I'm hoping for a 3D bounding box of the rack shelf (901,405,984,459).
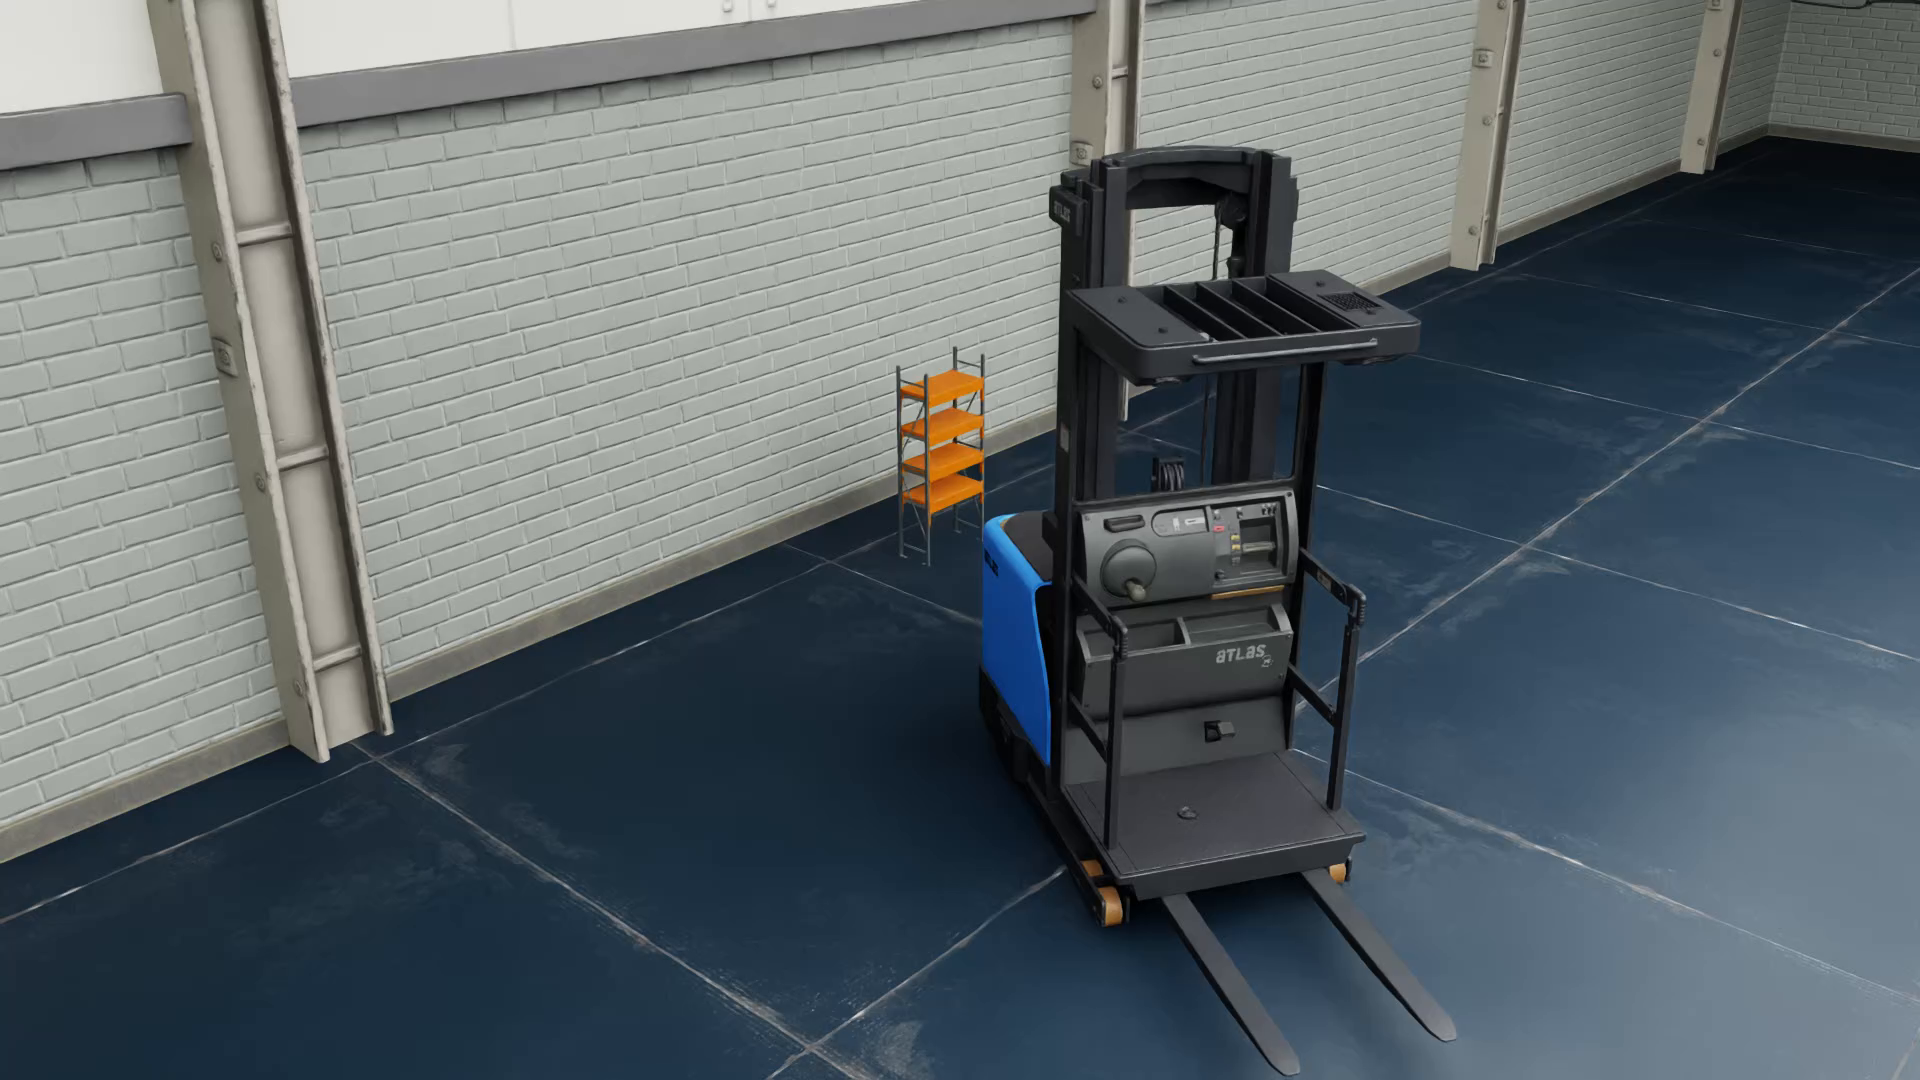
[{"bbox_3d":[-0.110,-0.640,9.828,0.258,0.148,0.480,20,31,38],"label":"rack shelf"}]

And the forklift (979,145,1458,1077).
[{"bbox_3d":[0.998,0.053,6.549,1.130,2.935,3.031,-7,25,-15],"label":"forklift"}]

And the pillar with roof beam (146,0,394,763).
[{"bbox_3d":[0.188,-1.972,3.649,9.100,9.000,0.400,20,31,38],"label":"pillar with roof beam"}]

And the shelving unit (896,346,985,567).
[{"bbox_3d":[-0.110,-0.497,9.892,0.258,1.200,0.503,20,31,38],"label":"shelving unit"}]

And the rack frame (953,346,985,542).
[{"bbox_3d":[0.052,-0.571,10.058,0.240,1.200,0.015,20,31,38],"label":"rack frame"}]

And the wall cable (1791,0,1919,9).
[{"bbox_3d":[11.947,-7.751,20.334,3.097,2.526,0.112,20,31,38],"label":"wall cable"}]

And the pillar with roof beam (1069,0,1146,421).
[{"bbox_3d":[4.193,-3.800,7.726,9.100,9.000,0.400,20,31,38],"label":"pillar with roof beam"}]

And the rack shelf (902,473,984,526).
[{"bbox_3d":[-0.110,-0.254,10.001,0.258,0.148,0.480,20,31,38],"label":"rack shelf"}]

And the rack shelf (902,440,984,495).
[{"bbox_3d":[-0.110,-0.436,9.920,0.258,0.148,0.480,20,31,38],"label":"rack shelf"}]

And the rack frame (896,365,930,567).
[{"bbox_3d":[-0.273,-0.423,9.726,0.240,1.200,0.015,20,31,38],"label":"rack frame"}]

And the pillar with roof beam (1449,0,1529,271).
[{"bbox_3d":[8.197,-5.628,11.803,9.100,9.000,0.400,20,31,38],"label":"pillar with roof beam"}]

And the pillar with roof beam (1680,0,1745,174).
[{"bbox_3d":[12.202,-7.456,15.880,9.100,9.000,0.400,20,31,38],"label":"pillar with roof beam"}]

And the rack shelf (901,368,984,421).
[{"bbox_3d":[-0.110,-0.856,9.731,0.258,0.148,0.480,20,31,38],"label":"rack shelf"}]
